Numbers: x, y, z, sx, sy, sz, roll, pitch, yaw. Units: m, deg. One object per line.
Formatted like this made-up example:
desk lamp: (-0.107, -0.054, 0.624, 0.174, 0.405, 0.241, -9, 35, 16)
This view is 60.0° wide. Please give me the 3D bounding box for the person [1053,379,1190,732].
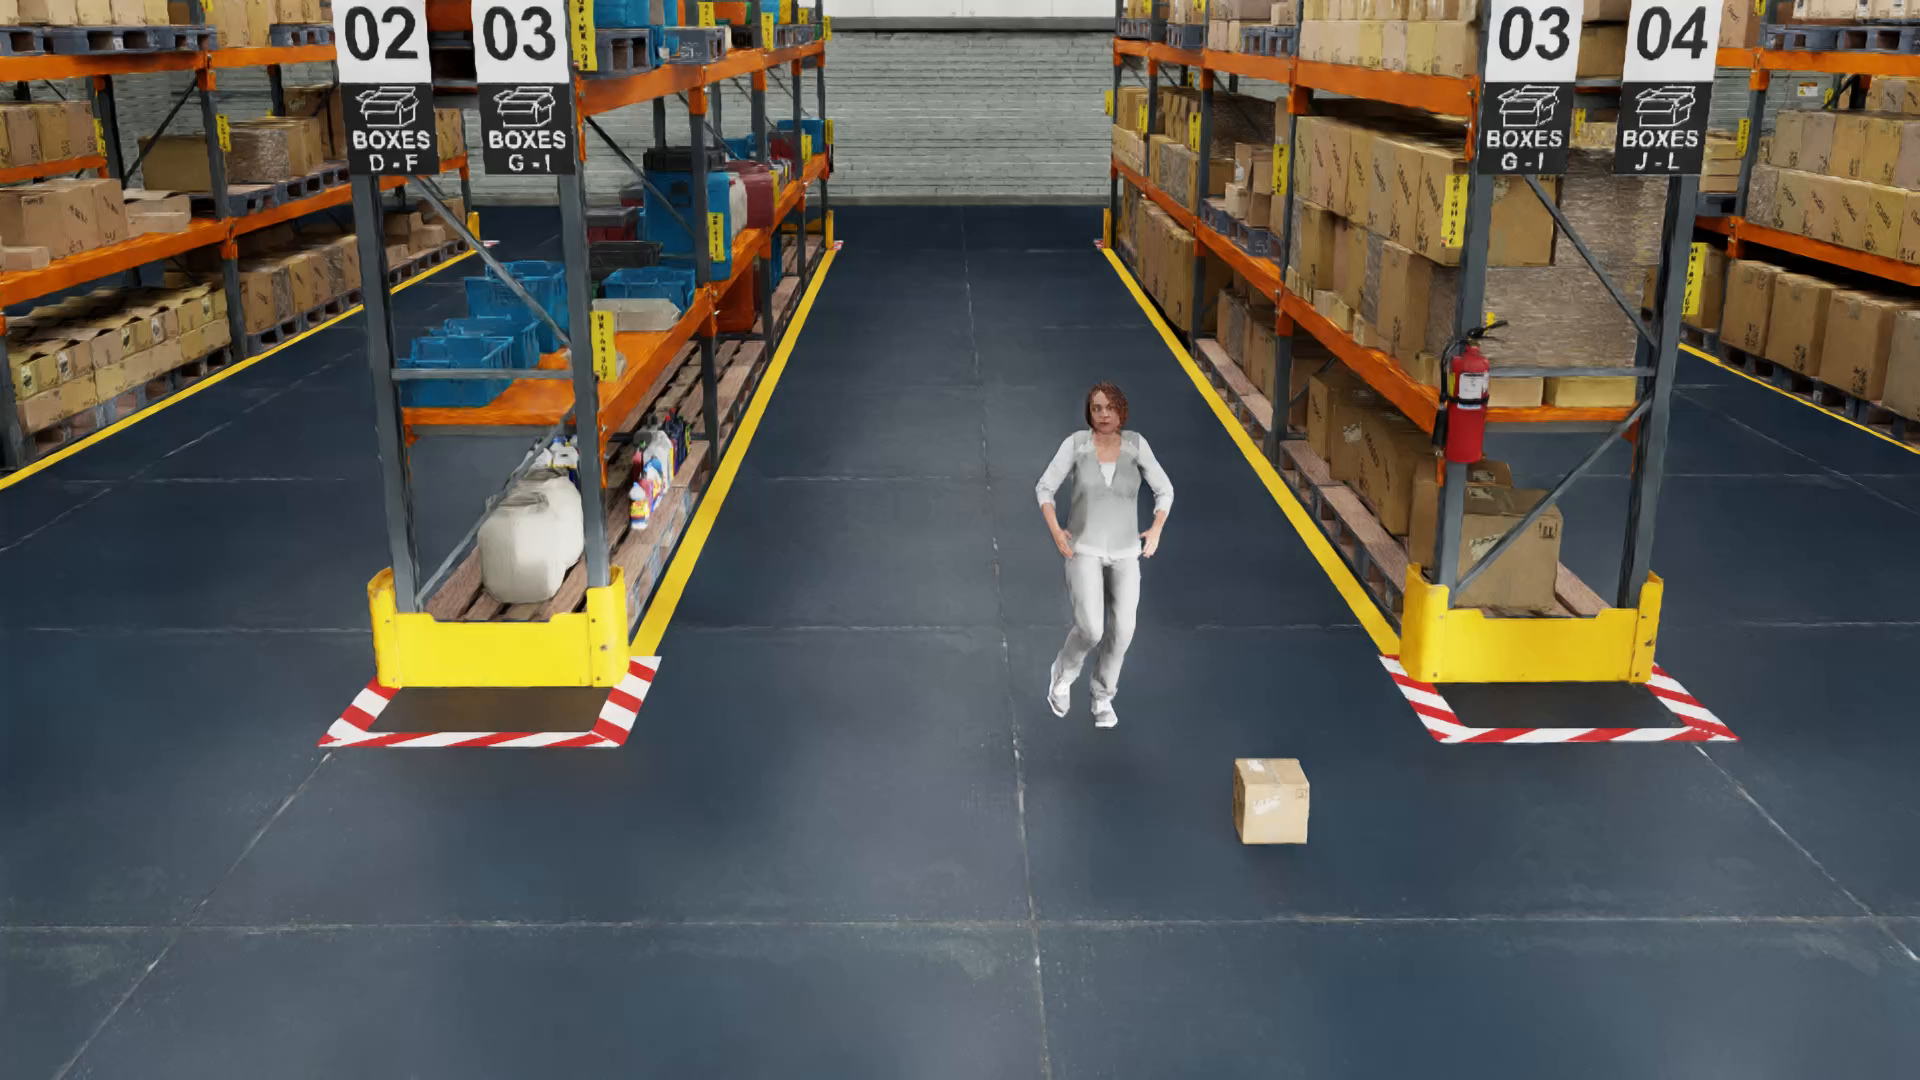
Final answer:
person: (0.732, 0.074, 7.341, 0.566, 1.584, 0.492, -3, 18, -11)
